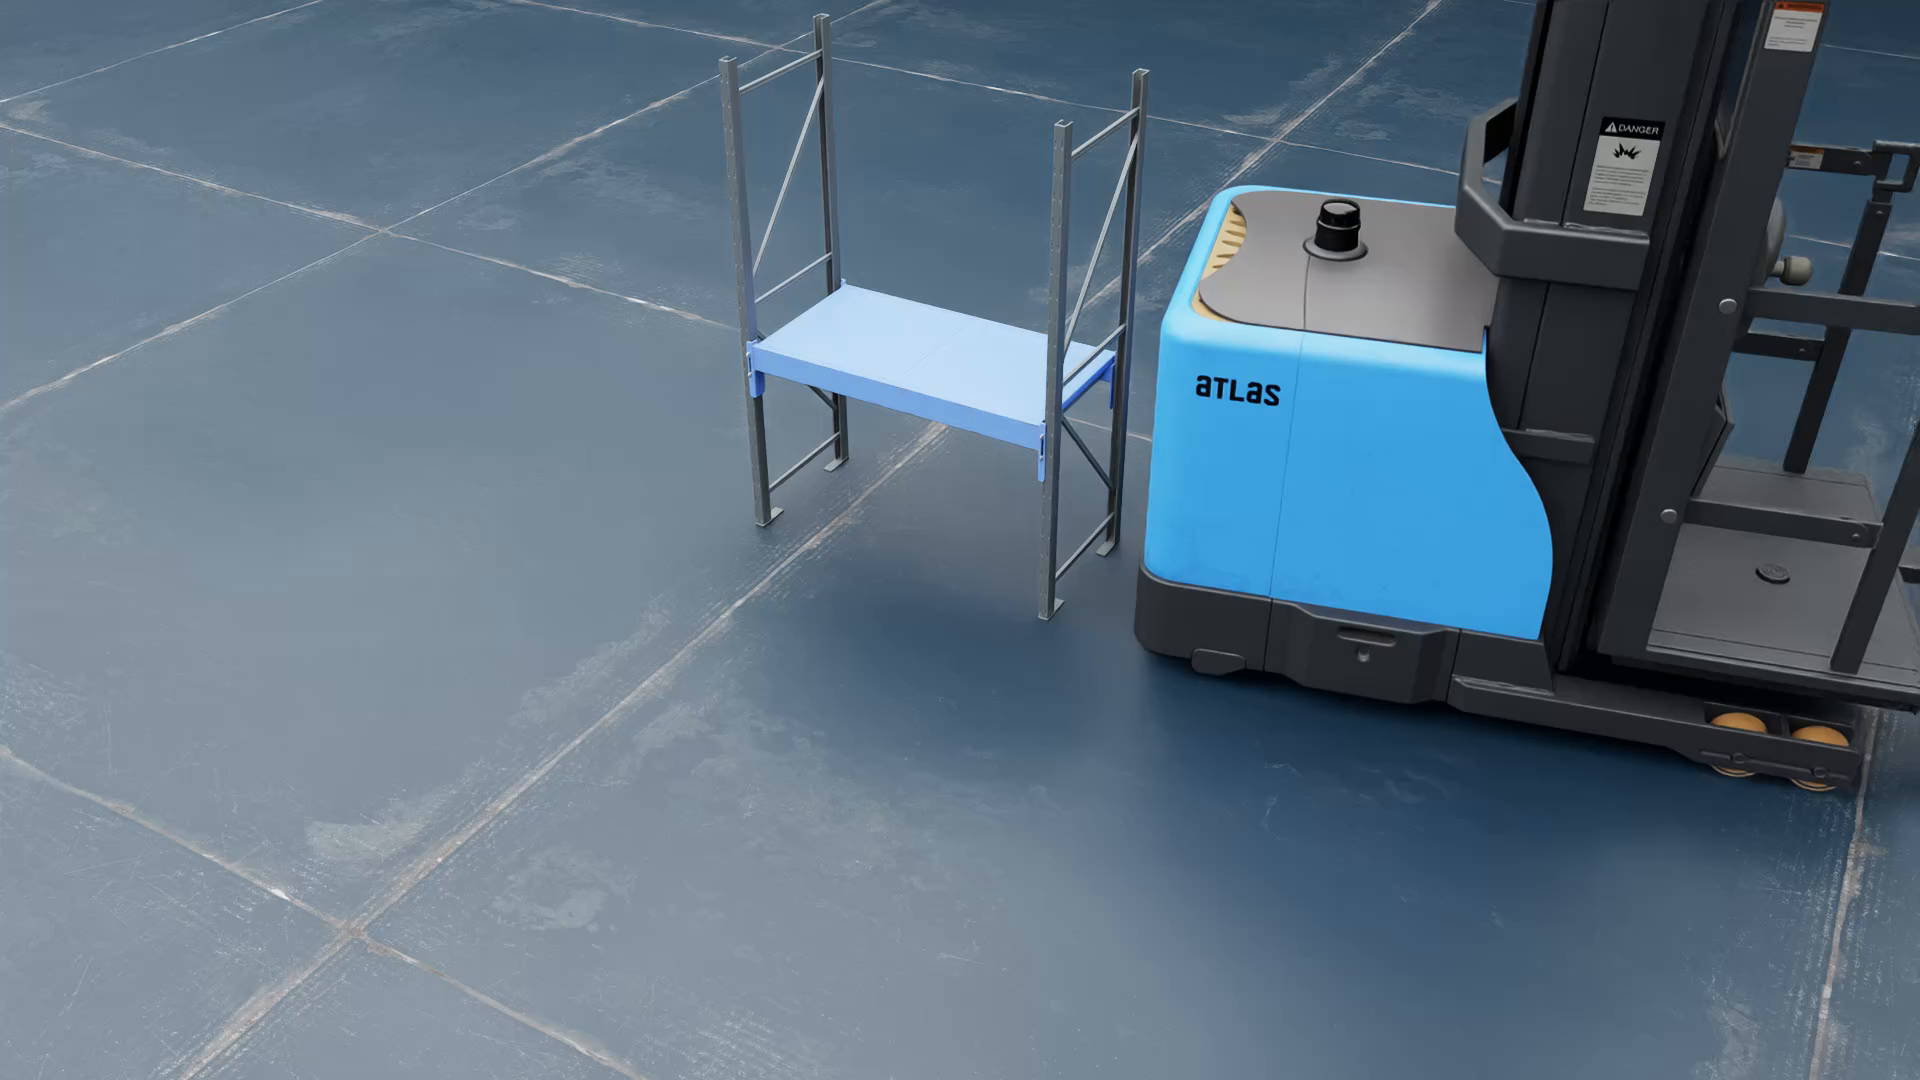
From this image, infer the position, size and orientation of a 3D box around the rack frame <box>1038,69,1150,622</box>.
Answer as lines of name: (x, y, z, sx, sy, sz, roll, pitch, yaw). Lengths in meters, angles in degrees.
rack frame: (0.367, -0.508, 4.660, 0.032, 1.500, 0.500, 18, 37, 24)

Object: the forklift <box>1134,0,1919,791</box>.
forklift: (2.070, -0.904, 3.962, 3.031, 2.935, 1.130, 9, 35, 13)

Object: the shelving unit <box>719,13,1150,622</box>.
shelving unit: (-0.074, -0.648, 4.870, 1.048, 1.500, 0.538, 18, 37, 24)

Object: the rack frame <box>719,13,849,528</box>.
rack frame: (-0.515, -0.788, 5.079, 0.032, 1.500, 0.500, 18, 37, 24)

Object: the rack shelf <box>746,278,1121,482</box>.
rack shelf: (-0.074, -0.498, 4.969, 1.000, 0.185, 0.538, 18, 37, 24)
